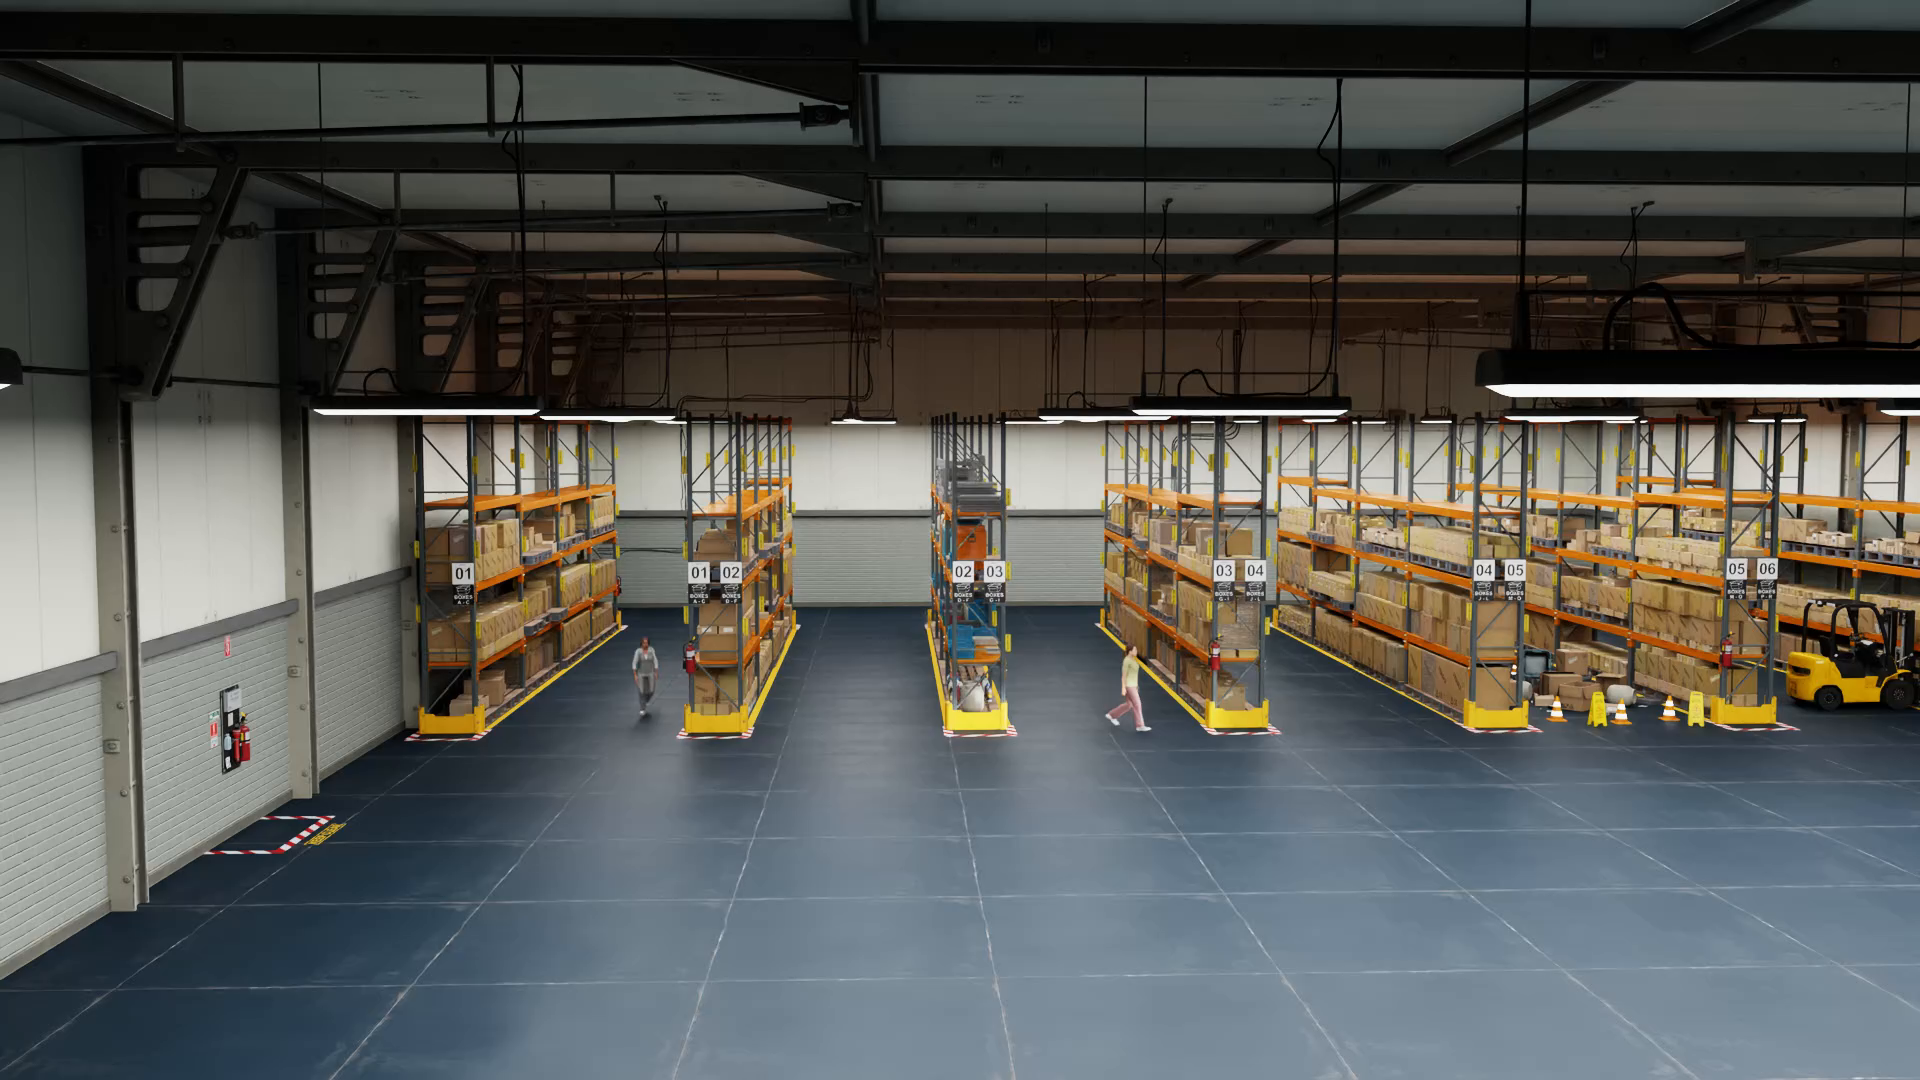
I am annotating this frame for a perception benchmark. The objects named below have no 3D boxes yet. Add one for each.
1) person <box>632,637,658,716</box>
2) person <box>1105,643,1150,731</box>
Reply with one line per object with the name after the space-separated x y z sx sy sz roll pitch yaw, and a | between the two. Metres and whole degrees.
-6.272 2.696 33.104 0.500 1.580 0.482 -1 4 -15 | person
3.211 2.761 31.398 0.875 1.635 0.484 2 4 21 | person
